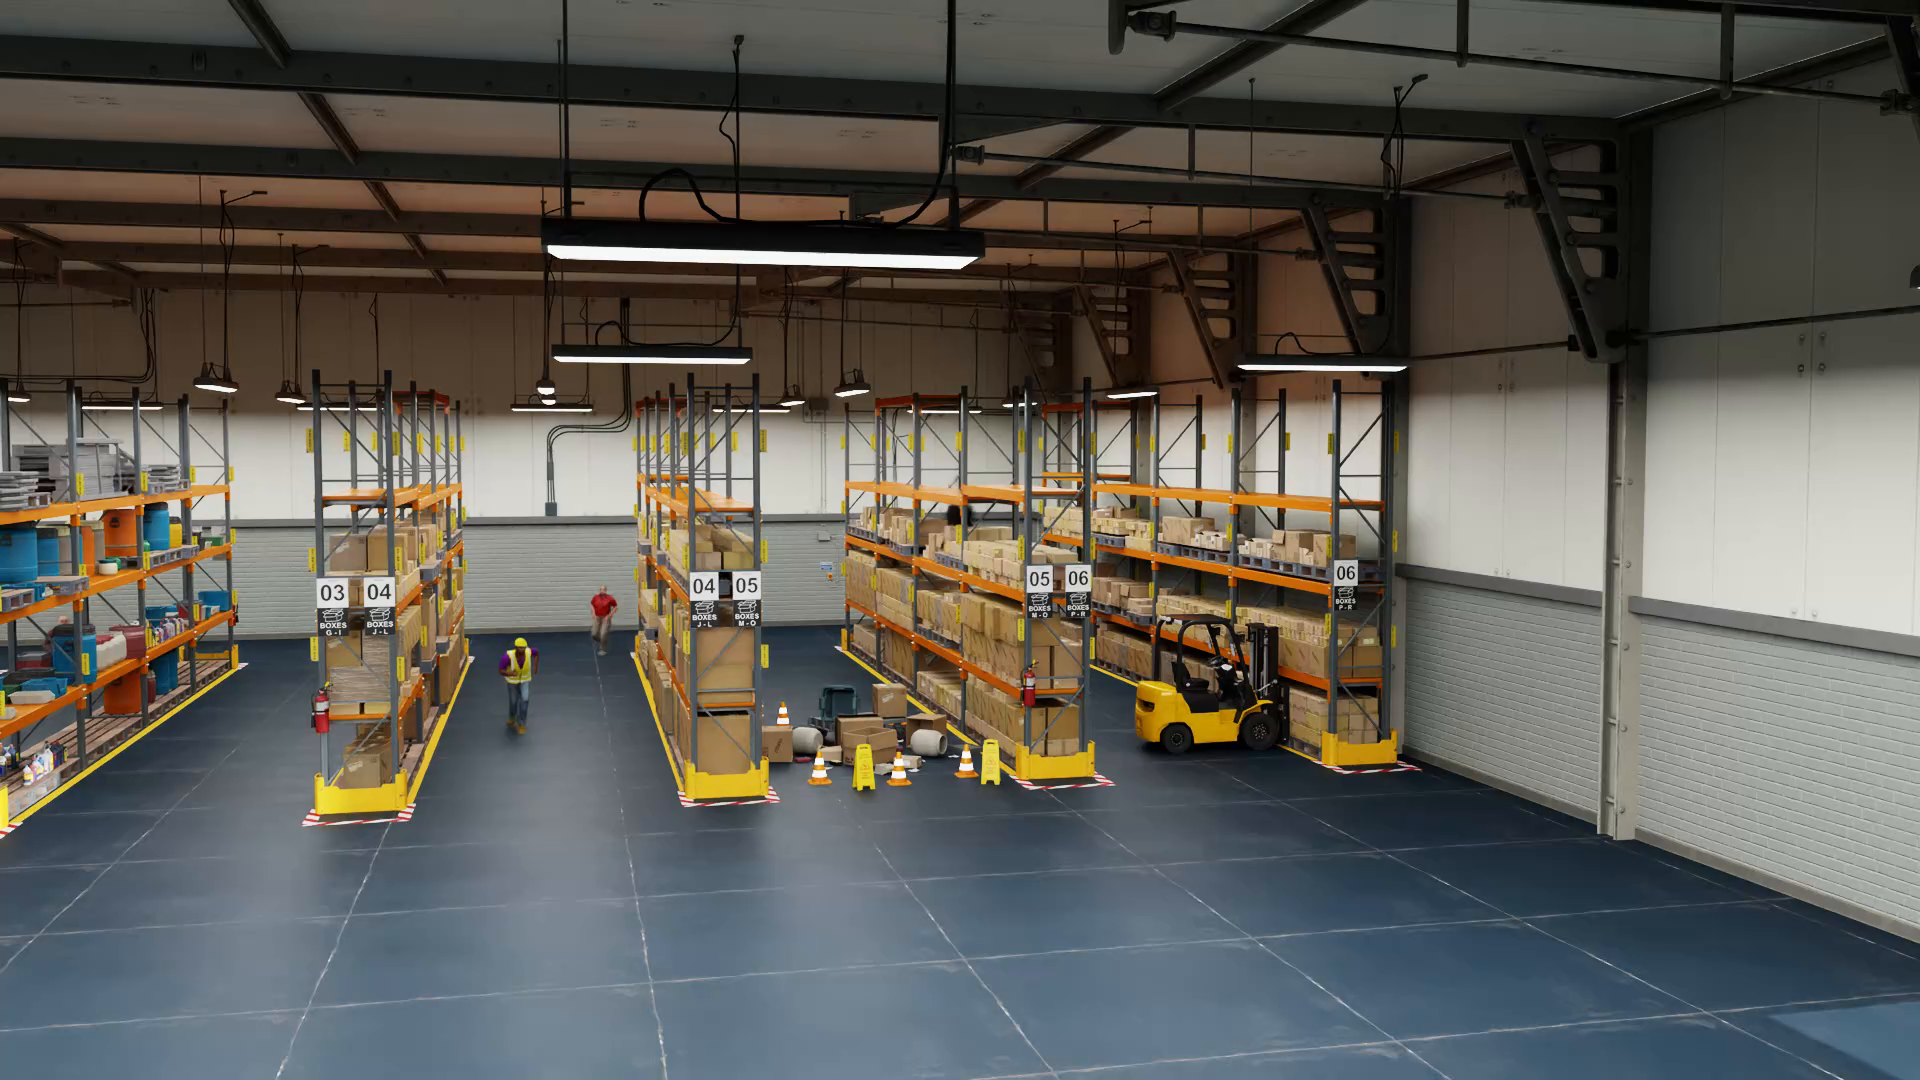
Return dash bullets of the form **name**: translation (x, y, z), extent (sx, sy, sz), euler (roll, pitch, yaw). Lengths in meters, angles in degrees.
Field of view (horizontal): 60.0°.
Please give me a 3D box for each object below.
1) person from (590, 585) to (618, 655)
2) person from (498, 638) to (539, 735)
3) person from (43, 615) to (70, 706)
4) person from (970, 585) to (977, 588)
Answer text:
- **person**: translation (-8.447, 1.896, 39.483), extent (0.711, 1.672, 0.551), euler (1, 3, 14)
- **person**: translation (-7.695, 2.520, 28.958), extent (0.731, 1.717, 1.022), euler (-2, 4, -24)
- **person**: translation (-17.238, 2.305, 32.037), extent (0.728, 1.734, 0.721), euler (-1, 4, -24)
- **person**: translation (0.450, 1.910, 38.482), extent (0.663, 1.743, 0.836), euler (-2, 4, -34)
